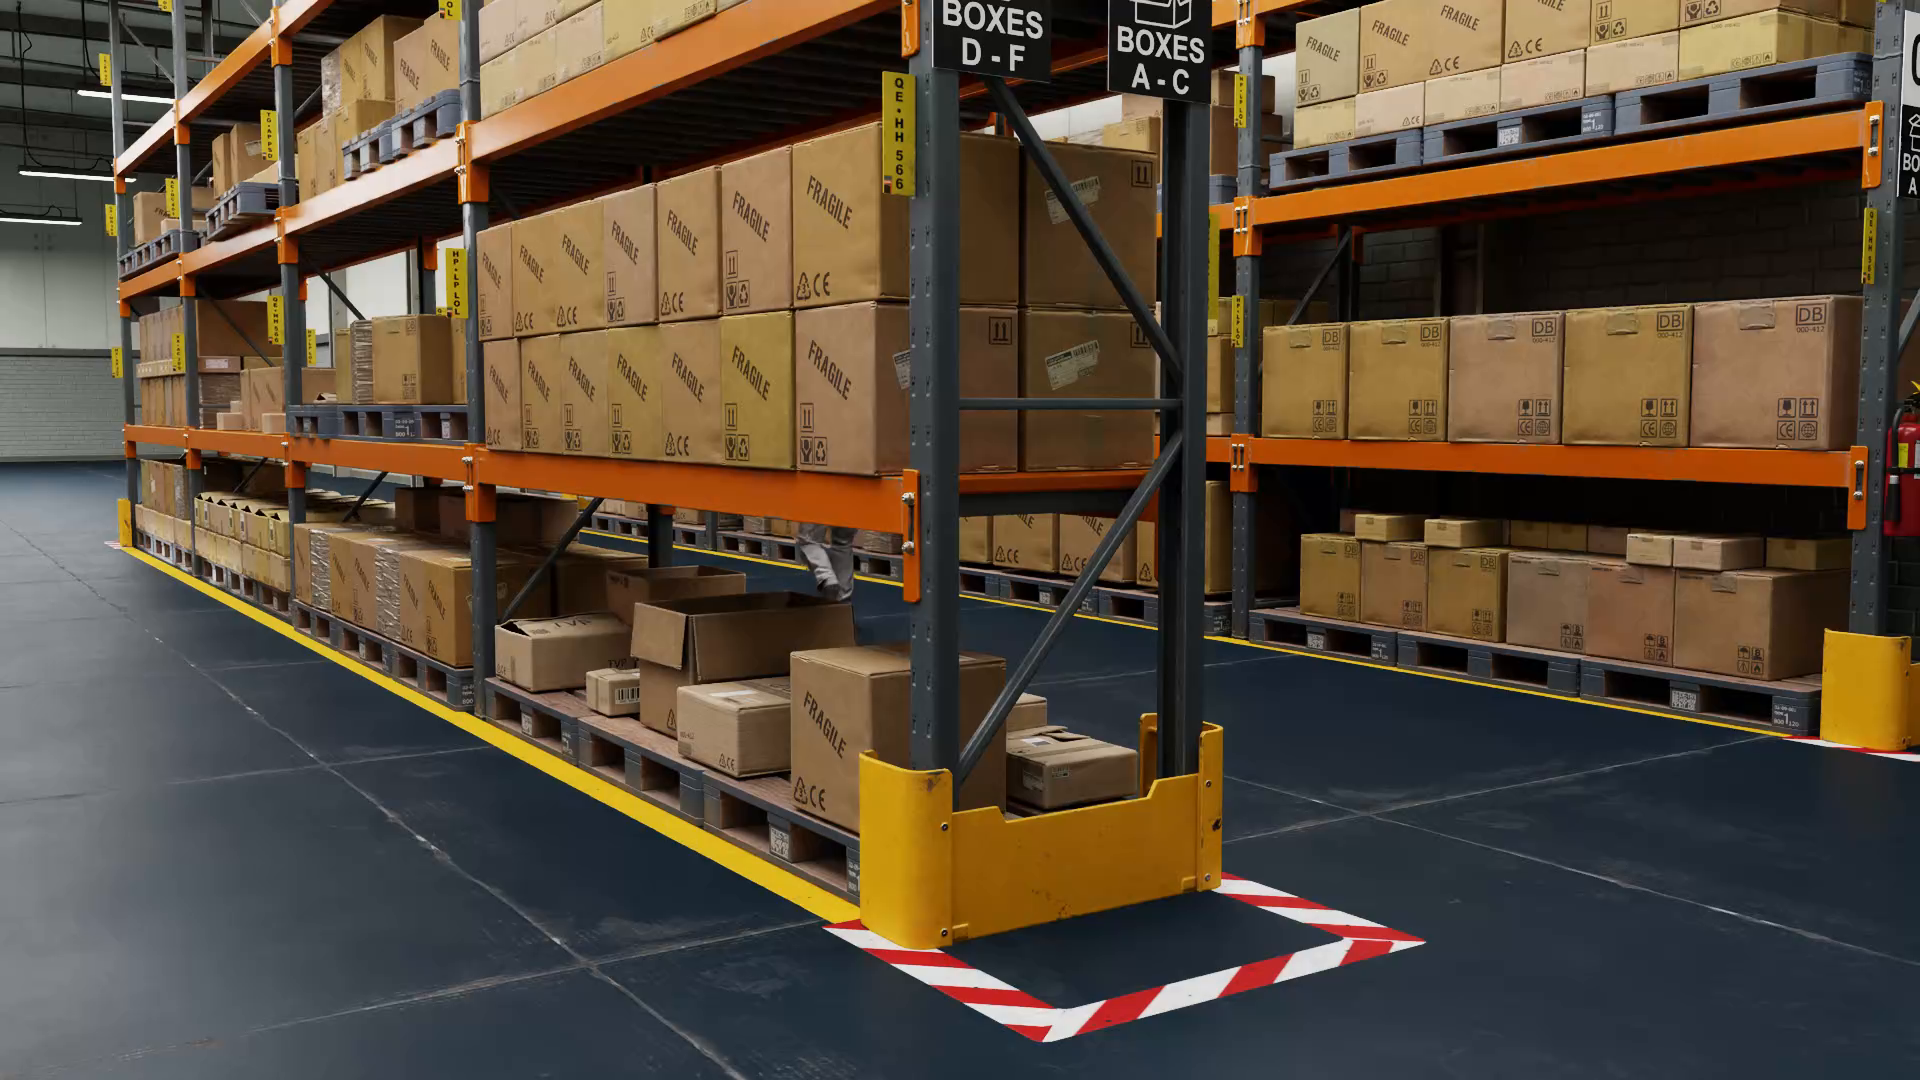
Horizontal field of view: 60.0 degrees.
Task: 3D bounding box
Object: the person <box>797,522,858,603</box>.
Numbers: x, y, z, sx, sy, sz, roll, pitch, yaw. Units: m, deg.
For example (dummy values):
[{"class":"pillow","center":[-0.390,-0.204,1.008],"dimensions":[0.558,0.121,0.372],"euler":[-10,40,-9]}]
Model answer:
[{"class":"person","center":[-0.862,-0.318,11.344],"dimensions":[0.564,1.767,0.731],"euler":[-2,5,-18]}]
